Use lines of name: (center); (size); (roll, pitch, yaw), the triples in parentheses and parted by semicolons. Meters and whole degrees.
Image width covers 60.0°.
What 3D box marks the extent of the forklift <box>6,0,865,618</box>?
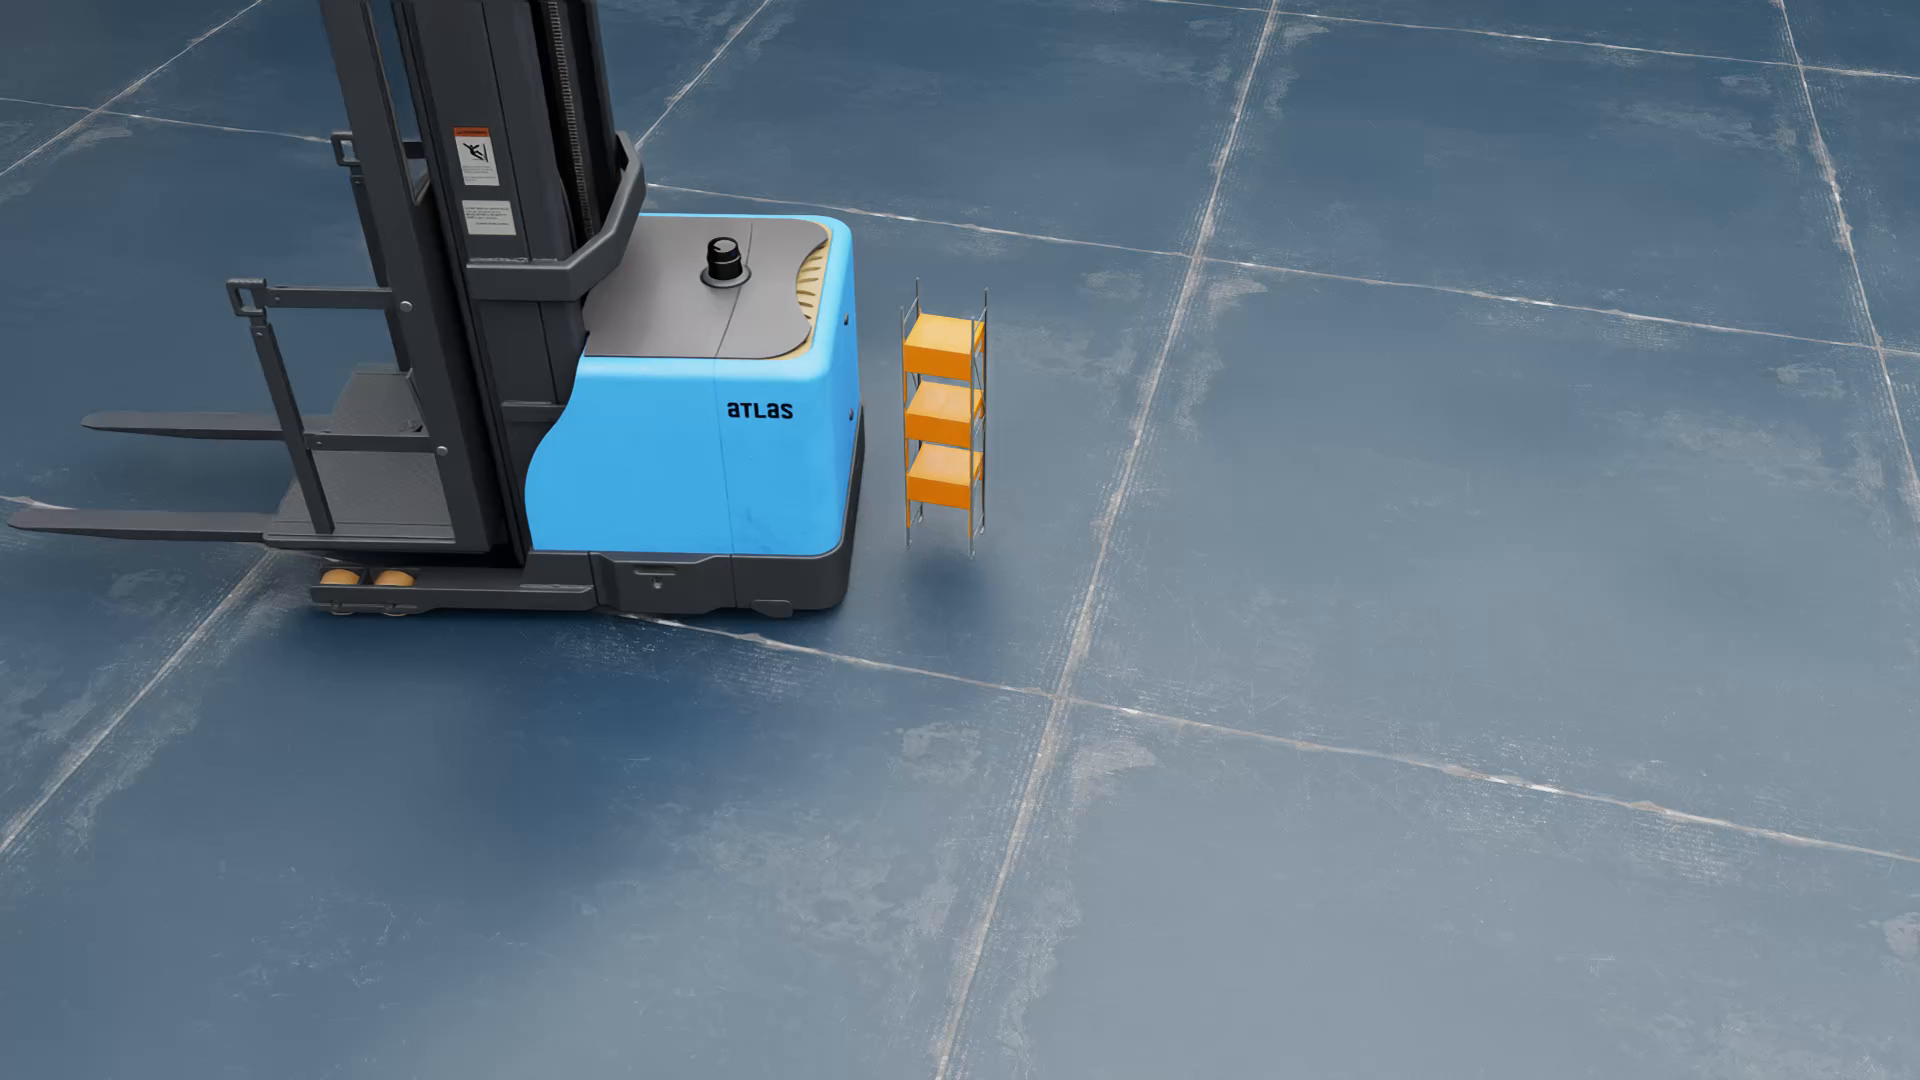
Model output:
forklift: (-1.903, -1.189, 5.387); (3.031, 2.935, 1.130); (1, 40, 1)

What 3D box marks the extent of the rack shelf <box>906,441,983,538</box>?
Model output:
rack shelf: (-0.052, -0.190, 6.109); (0.240, 0.259, 0.215); (10, 41, 11)

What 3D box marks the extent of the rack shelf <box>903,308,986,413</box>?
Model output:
rack shelf: (-0.052, -0.620, 5.747); (0.240, 0.259, 0.215); (10, 41, 11)

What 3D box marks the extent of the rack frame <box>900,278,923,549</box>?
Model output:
rack frame: (-0.170, -0.431, 5.947); (0.008, 1.050, 0.200); (10, 41, 11)

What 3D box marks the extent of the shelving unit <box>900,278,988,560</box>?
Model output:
shelving unit: (-0.052, -0.411, 5.923); (0.252, 1.050, 0.215); (10, 41, 11)

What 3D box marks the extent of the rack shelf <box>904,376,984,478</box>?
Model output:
rack shelf: (-0.052, -0.403, 5.930); (0.240, 0.259, 0.215); (10, 41, 11)

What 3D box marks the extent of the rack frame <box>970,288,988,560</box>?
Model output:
rack frame: (0.066, -0.391, 5.899); (0.008, 1.050, 0.200); (10, 41, 11)
